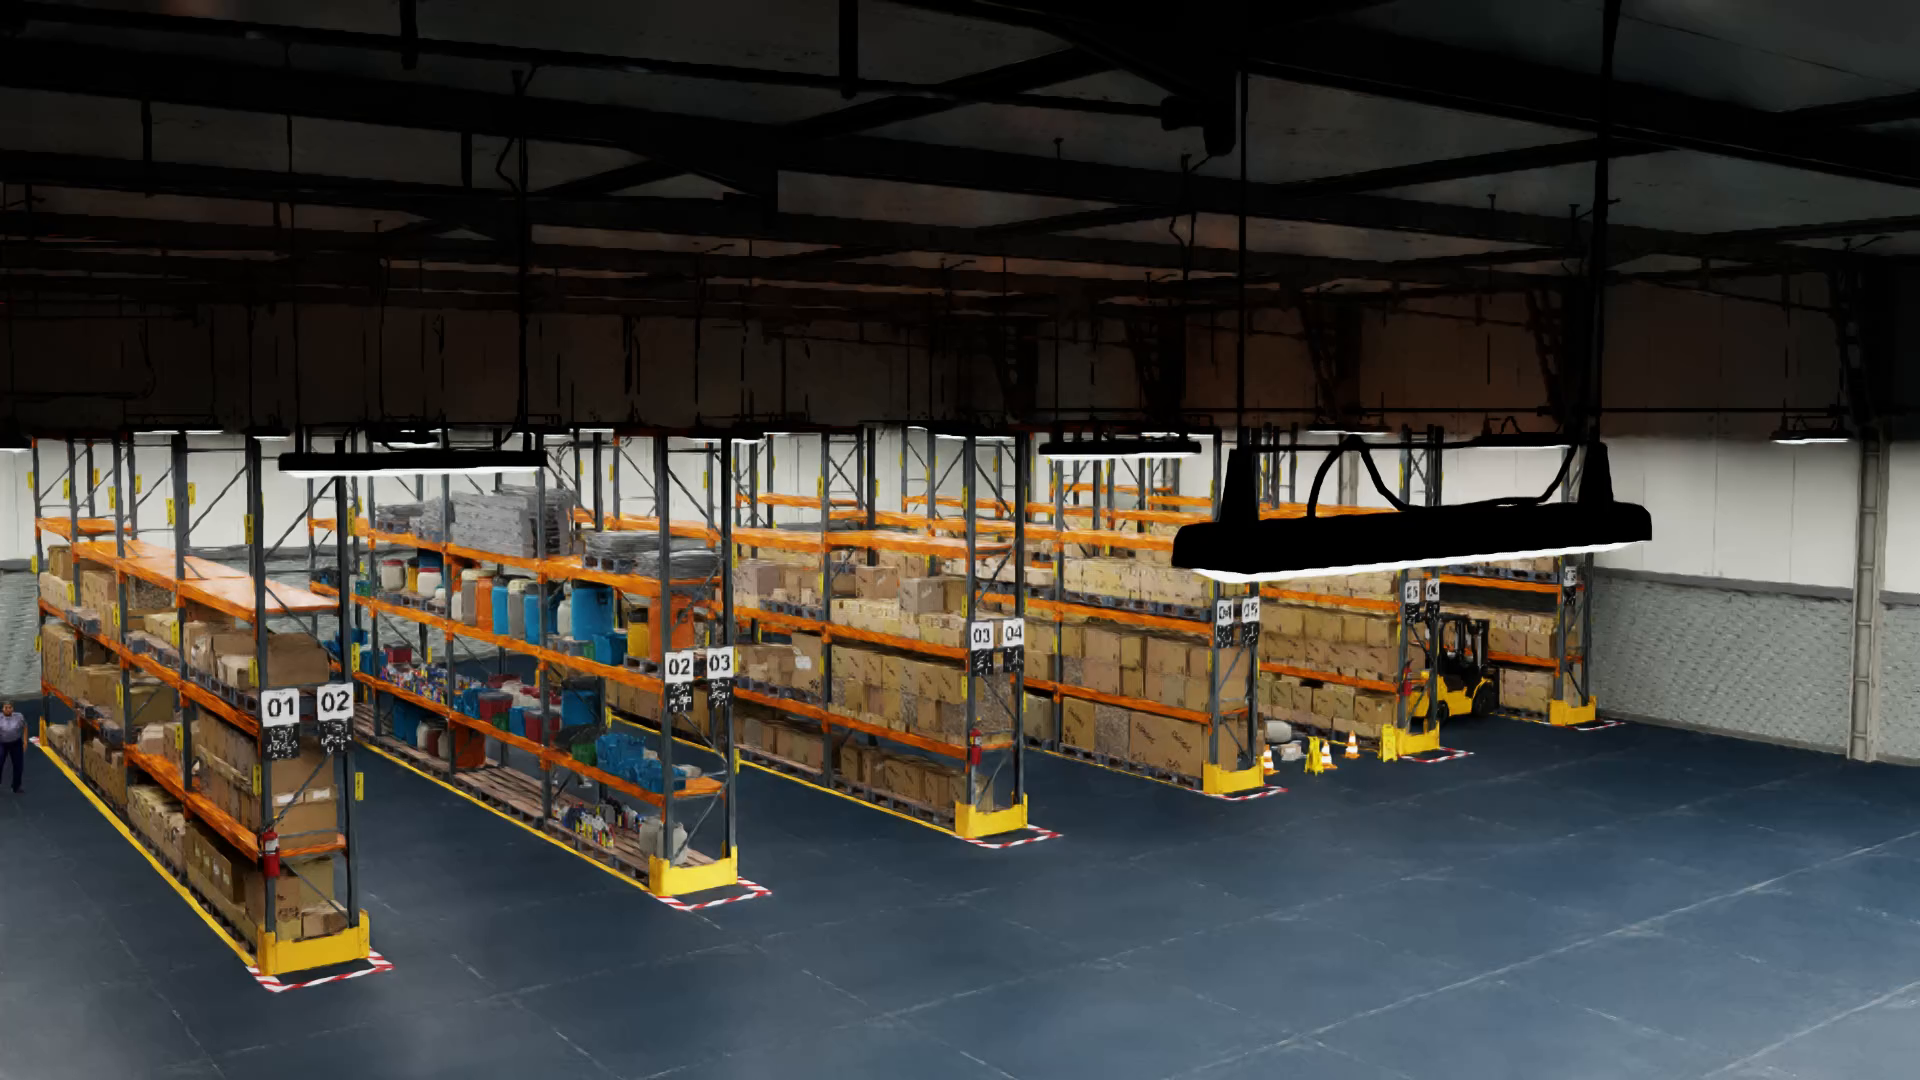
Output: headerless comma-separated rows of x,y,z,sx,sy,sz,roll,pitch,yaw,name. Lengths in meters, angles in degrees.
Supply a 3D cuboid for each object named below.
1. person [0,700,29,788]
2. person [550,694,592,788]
-15.657,3.364,27.332,0.625,1.530,0.503,-3,6,-38,person
-6.572,3.336,27.757,1.017,1.605,0.443,4,6,44,person
